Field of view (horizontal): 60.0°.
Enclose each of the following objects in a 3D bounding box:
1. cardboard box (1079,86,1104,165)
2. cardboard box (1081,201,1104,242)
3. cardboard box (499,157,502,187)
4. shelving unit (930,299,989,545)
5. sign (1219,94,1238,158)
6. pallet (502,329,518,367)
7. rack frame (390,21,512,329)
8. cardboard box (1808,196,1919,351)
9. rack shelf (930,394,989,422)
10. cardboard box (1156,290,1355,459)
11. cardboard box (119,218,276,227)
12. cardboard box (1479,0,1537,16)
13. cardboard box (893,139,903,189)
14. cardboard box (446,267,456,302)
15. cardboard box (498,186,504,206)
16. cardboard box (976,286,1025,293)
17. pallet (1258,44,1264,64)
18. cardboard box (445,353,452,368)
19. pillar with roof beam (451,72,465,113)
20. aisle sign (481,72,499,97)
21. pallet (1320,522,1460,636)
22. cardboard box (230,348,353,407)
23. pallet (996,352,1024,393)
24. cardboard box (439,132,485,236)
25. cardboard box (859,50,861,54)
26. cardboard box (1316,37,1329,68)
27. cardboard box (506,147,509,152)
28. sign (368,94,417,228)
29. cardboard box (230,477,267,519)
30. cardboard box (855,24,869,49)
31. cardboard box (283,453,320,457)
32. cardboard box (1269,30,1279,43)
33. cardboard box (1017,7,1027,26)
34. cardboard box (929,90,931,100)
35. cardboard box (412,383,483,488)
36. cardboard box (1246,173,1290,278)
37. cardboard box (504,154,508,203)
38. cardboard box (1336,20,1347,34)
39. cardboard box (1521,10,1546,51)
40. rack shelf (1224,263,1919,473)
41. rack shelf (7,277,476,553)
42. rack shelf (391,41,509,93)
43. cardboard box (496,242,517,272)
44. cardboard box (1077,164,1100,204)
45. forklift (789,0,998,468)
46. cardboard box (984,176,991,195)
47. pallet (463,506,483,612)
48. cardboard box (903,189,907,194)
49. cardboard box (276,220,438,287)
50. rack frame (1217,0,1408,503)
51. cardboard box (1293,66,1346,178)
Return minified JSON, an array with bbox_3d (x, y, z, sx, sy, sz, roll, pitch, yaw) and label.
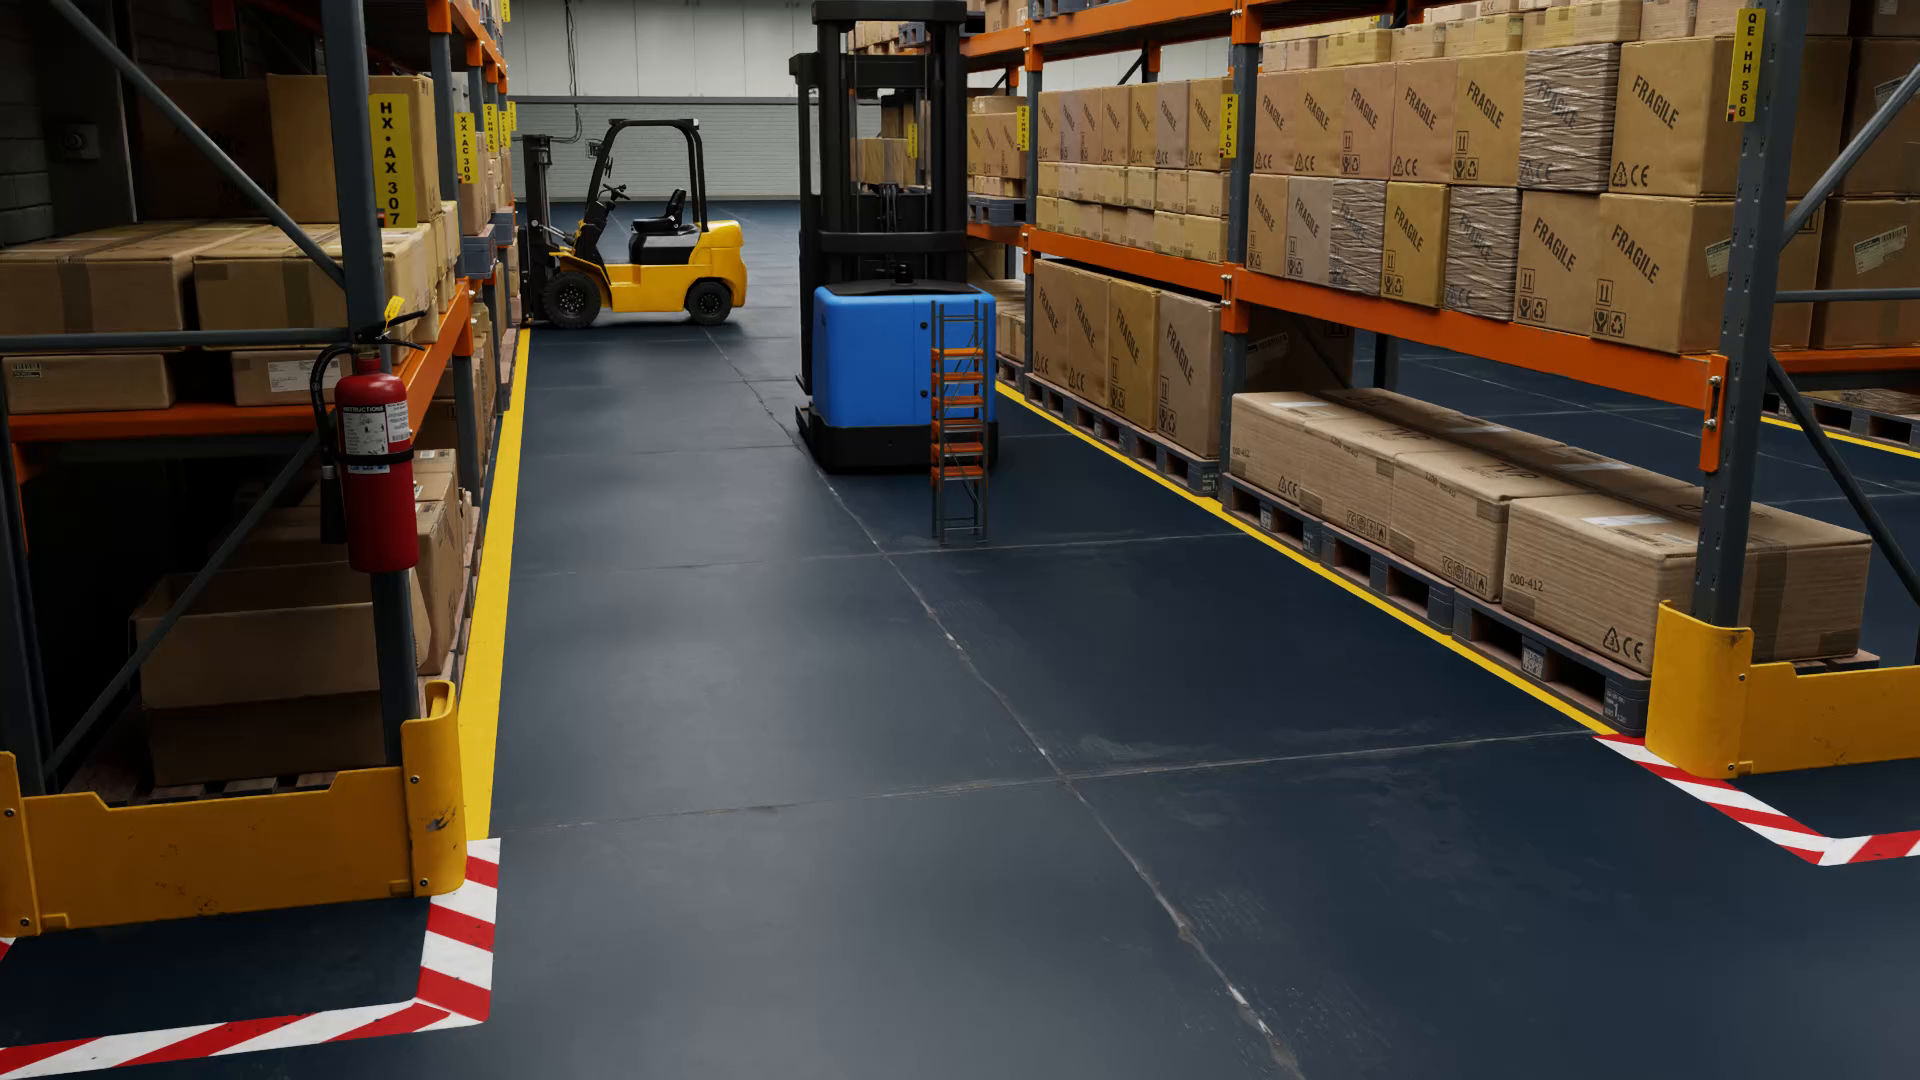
[{"bbox_3d":[1.115,-2.786,11.191,0.500,0.500,0.500,-3,14,-12],"label":"cardboard box"},{"bbox_3d":[1.130,-2.174,11.322,0.500,0.250,0.500,-3,14,-11],"label":"cardboard box"},{"bbox_3d":[-4.267,-3.211,14.511,0.500,0.250,0.500,-4,14,-15],"label":"cardboard box"},{"bbox_3d":[-0.003,-0.586,8.298,0.258,1.200,0.189,-3,14,-13],"label":"shelving unit"},{"bbox_3d":[1.419,-2.182,8.763,0.100,0.325,0.005,-3,14,-13],"label":"sign"},{"bbox_3d":[-4.548,-1.736,15.087,1.003,0.211,1.213,-3,14,-13],"label":"pallet"},{"bbox_3d":[-4.759,-3.258,15.442,1.000,3.000,0.127,-3,14,-13],"label":"rack frame"},{"bbox_3d":[3.050,-0.943,5.754,0.500,0.500,0.500,-3,14,-14],"label":"cardboard box"},{"bbox_3d":[-0.003,-0.660,8.280,0.258,0.103,0.180,-3,14,-13],"label":"rack shelf"},{"bbox_3d":[1.721,-1.000,9.794,0.875,0.875,0.875,-3,14,-11],"label":"cardboard box"},{"bbox_3d":[-2.661,-1.007,5.917,0.500,0.250,0.500,-3,14,-13],"label":"cardboard box"},{"bbox_3d":[5.112,-5.056,15.174,0.500,0.500,0.500,-3,14,-13],"label":"cardboard box"},{"bbox_3d":[-0.409,-3.936,17.379,0.500,0.500,0.500,-3,14,-11],"label":"cardboard box"},{"bbox_3d":[-2.393,-1.114,7.194,0.380,0.149,0.250,-3,14,-12],"label":"cardboard box"},{"bbox_3d":[-4.263,-2.968,14.571,0.500,0.250,0.500,-3,14,-14],"label":"cardboard box"},{"bbox_3d":[0.363,-2.177,15.668,0.950,0.372,0.625,-2,14,-10],"label":"cardboard box"},{"bbox_3d":[4.098,-6.001,20.537,1.003,0.211,1.213,-3,14,-13],"label":"pallet"},{"bbox_3d":[-2.765,-0.956,8.408,0.380,0.149,0.250,-4,14,-14],"label":"cardboard box"},{"bbox_3d":[-6.454,-11.277,35.623,9.100,9.000,0.400,-3,14,-13],"label":"pillar with roof beam"},{"bbox_3d":[-5.428,-5.475,19.040,0.394,0.787,0.004,-3,14,-13],"label":"aisle sign"},{"bbox_3d":[2.337,0.126,7.465,1.003,0.211,1.213,-3,14,-13],"label":"pallet"},{"bbox_3d":[-1.751,-0.459,4.514,0.380,0.149,0.250,-3,14,-14],"label":"cardboard box"},{"bbox_3d":[0.822,-1.439,13.870,1.003,0.211,1.213,-3,14,-13],"label":"pallet"},{"bbox_3d":[-2.776,-1.789,8.334,0.700,0.500,0.500,-3,14,-12],"label":"cardboard box"},{"bbox_3d":[-0.963,-5.643,19.414,0.380,0.149,0.250,-4,14,-15],"label":"cardboard box"},{"bbox_3d":[1.943,-2.337,7.989,0.380,0.149,0.250,-3,14,-14],"label":"cardboard box"},{"bbox_3d":[-5.256,-4.423,18.633,0.380,0.149,0.250,-3,14,-12],"label":"cardboard box"},{"bbox_3d":[-1.413,-0.941,4.132,0.100,0.325,0.005,-3,14,-13],"label":"sign"},{"bbox_3d":[-2.955,-0.145,7.480,0.500,0.311,0.500,-3,14,-11],"label":"cardboard box"},{"bbox_3d":[-0.906,-5.740,18.969,0.500,0.250,0.500,-3,14,-14],"label":"cardboard box"},{"bbox_3d":[-3.283,-0.499,8.531,0.500,0.500,0.500,-3,14,-13],"label":"cardboard box"},{"bbox_3d":[3.920,-6.015,19.842,0.380,0.149,0.250,-3,14,-13],"label":"cardboard box"},{"bbox_3d":[0.660,-4.066,12.958,0.380,0.149,0.250,-3,14,-13],"label":"cardboard box"},{"bbox_3d":[0.074,-4.447,17.365,0.700,0.500,0.500,-3,14,-13],"label":"cardboard box"},{"bbox_3d":[-2.775,-0.526,8.643,0.500,0.500,0.500,-3,14,-11],"label":"cardboard box"},{"bbox_3d":[1.800,-1.616,8.510,0.500,0.500,0.500,-3,14,-11],"label":"cardboard box"},{"bbox_3d":[-4.868,-3.660,16.875,0.500,0.500,0.500,-3,14,-14],"label":"cardboard box"},{"bbox_3d":[4.335,-5.606,18.168,0.380,0.149,0.250,-3,14,-12],"label":"cardboard box"},{"bbox_3d":[2.367,-1.925,6.302,0.380,0.149,0.250,-3,14,-14],"label":"cardboard box"},{"bbox_3d":[2.414,-0.879,7.221,1.077,0.370,4.000,-3,14,-13],"label":"rack shelf"},{"bbox_3d":[-2.410,-0.602,6.085,1.077,0.370,4.000,-3,14,-13],"label":"rack shelf"},{"bbox_3d":[-5.229,-4.827,17.060,1.077,0.370,4.000,-3,14,-13],"label":"rack shelf"},{"bbox_3d":[-4.567,-2.741,16.129,0.500,0.250,0.500,-4,14,-14],"label":"cardboard box"},{"bbox_3d":[1.109,-2.417,11.263,0.500,0.250,0.500,-3,14,-13],"label":"cardboard box"},{"bbox_3d":[-0.539,-2.160,11.091,1.130,2.935,3.031,-2,14,-10],"label":"forklift"},{"bbox_3d":[0.412,-2.929,13.741,0.380,0.149,0.250,-4,14,-16],"label":"cardboard box"},{"bbox_3d":[-2.720,0.101,7.571,1.003,0.211,1.213,-3,14,-13],"label":"pallet"},{"bbox_3d":[-0.372,-3.528,17.076,0.380,0.149,0.250,-3,14,-12],"label":"cardboard box"},{"bbox_3d":[-2.167,-1.031,6.016,0.500,0.250,0.500,-4,14,-15],"label":"cardboard box"},{"bbox_3d":[1.944,-1.690,9.024,1.000,3.000,0.127,-3,14,-13],"label":"rack frame"},{"bbox_3d":[1.933,-1.984,7.911,0.500,0.500,0.500,-3,14,-14],"label":"cardboard box"}]
